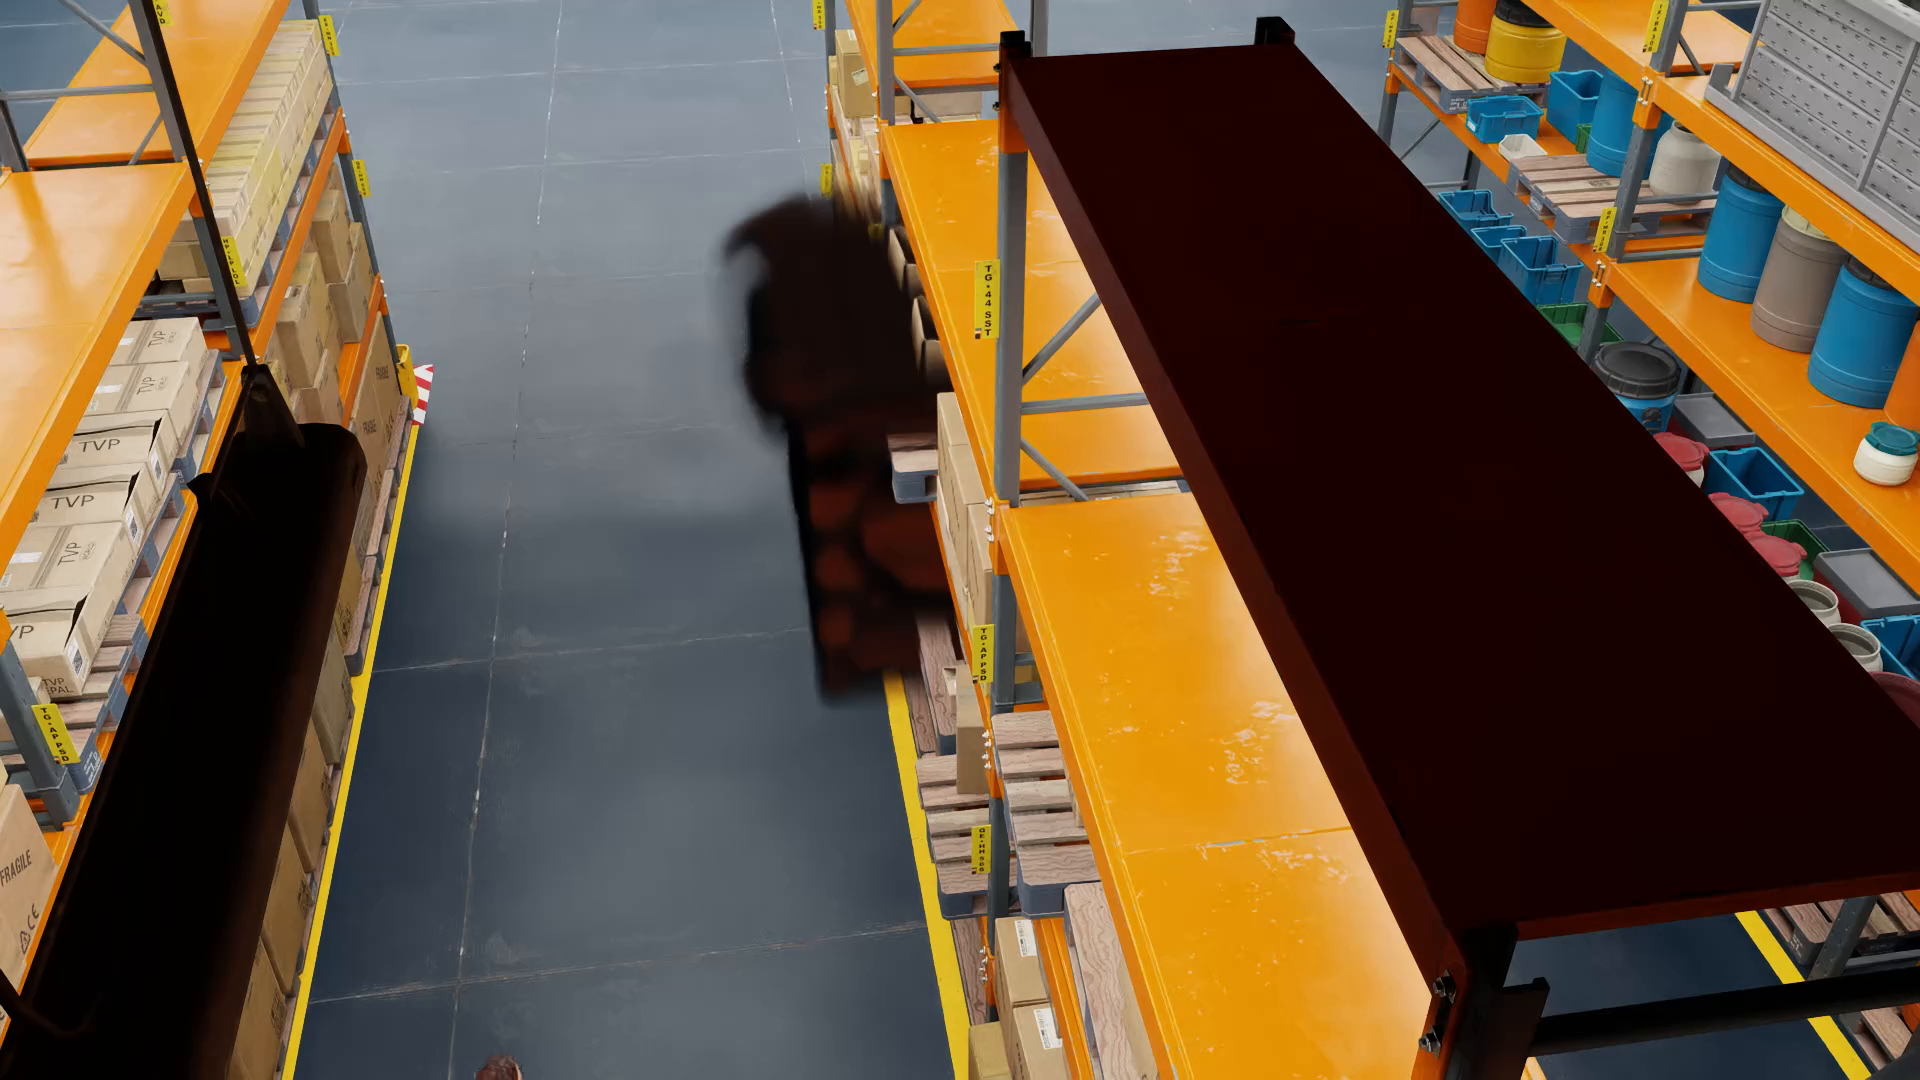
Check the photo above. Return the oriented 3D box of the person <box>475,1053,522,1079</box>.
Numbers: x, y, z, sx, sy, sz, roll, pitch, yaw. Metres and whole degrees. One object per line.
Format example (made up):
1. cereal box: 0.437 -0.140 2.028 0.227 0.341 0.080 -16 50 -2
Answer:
1. person: -2.023 2.967 7.629 0.495 1.628 0.981 -5 37 -7
